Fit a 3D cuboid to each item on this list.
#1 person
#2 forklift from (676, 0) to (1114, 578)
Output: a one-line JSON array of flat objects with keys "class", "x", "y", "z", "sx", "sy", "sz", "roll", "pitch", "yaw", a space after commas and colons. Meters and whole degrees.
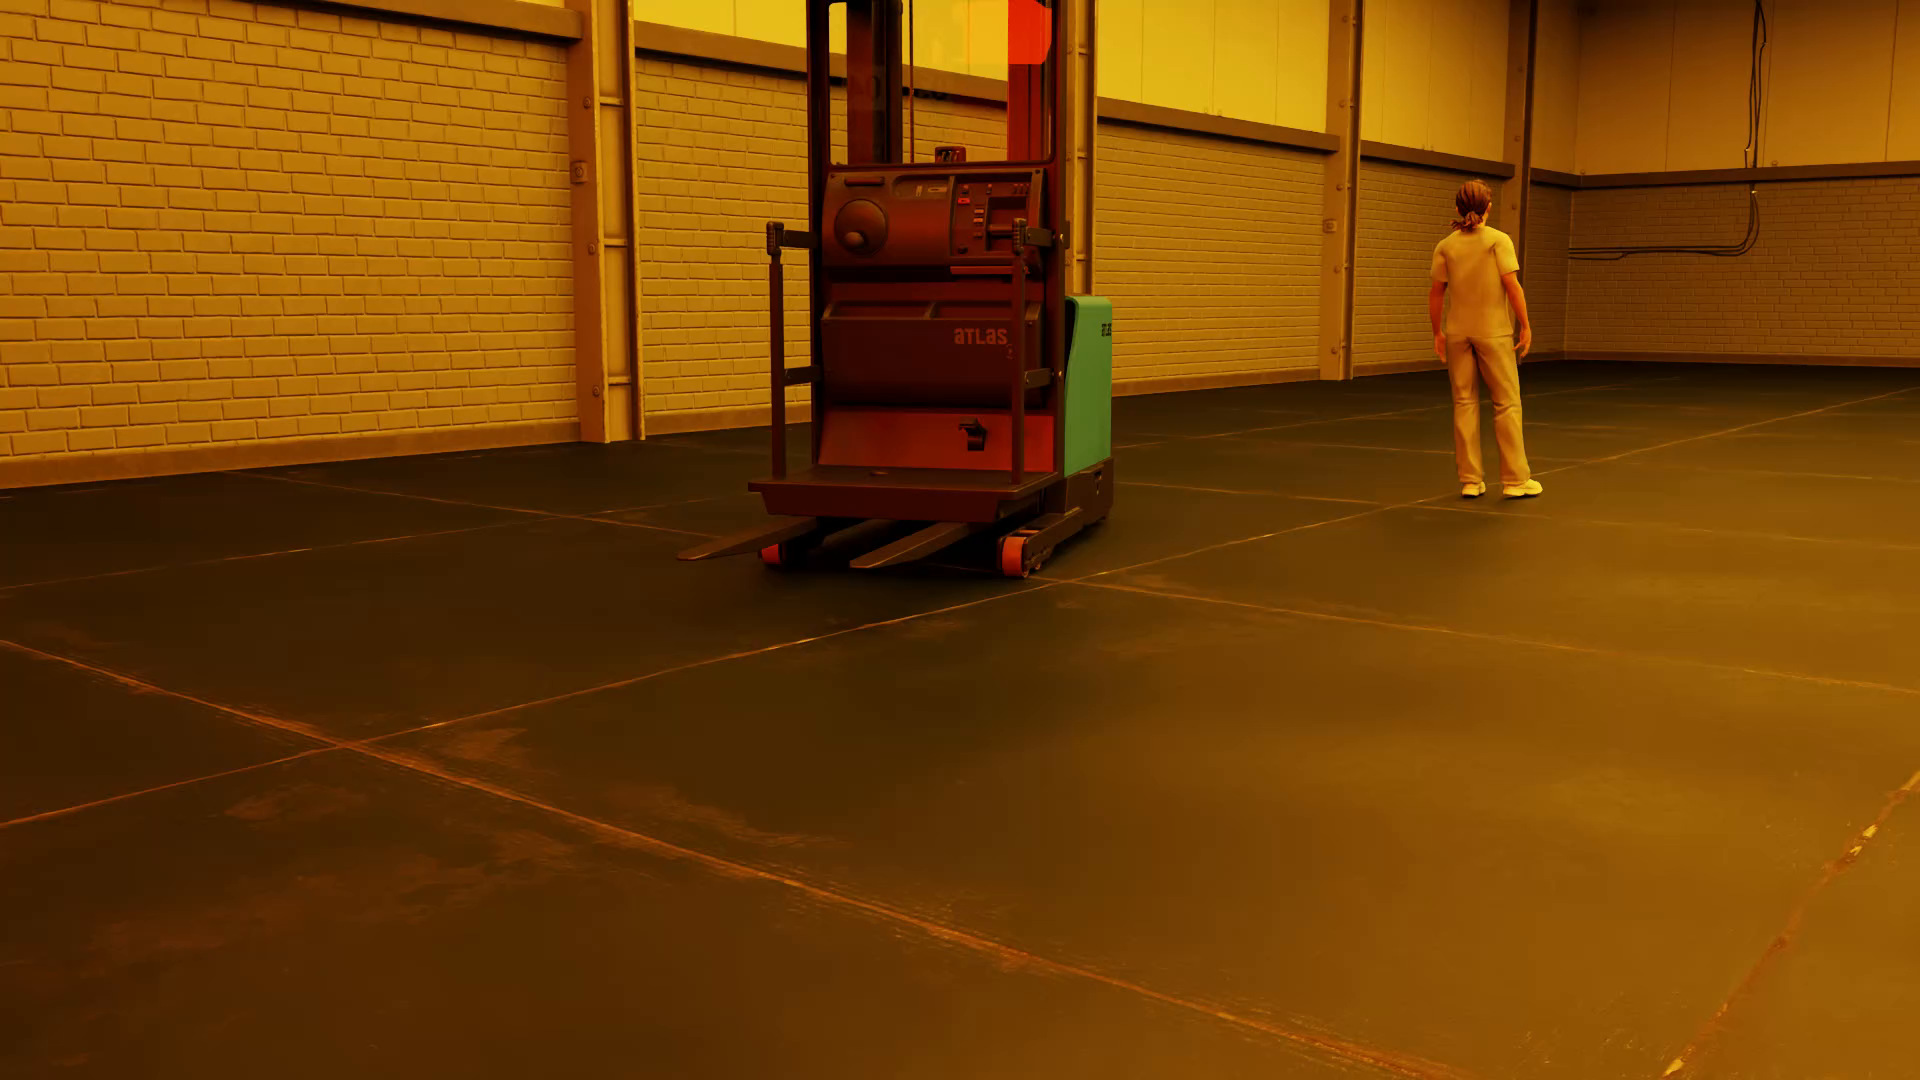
[{"class": "person", "x": 2.812, "y": -1.076, "z": 8.920, "sx": 0.550, "sy": 1.673, "sz": 0.548, "roll": 6, "pitch": 11, "yaw": 37}, {"class": "forklift", "x": -0.176, "y": -1.366, "z": 6.616, "sx": 1.130, "sy": 2.935, "sz": 3.031, "roll": 3, "pitch": 9, "yaw": 17}]
